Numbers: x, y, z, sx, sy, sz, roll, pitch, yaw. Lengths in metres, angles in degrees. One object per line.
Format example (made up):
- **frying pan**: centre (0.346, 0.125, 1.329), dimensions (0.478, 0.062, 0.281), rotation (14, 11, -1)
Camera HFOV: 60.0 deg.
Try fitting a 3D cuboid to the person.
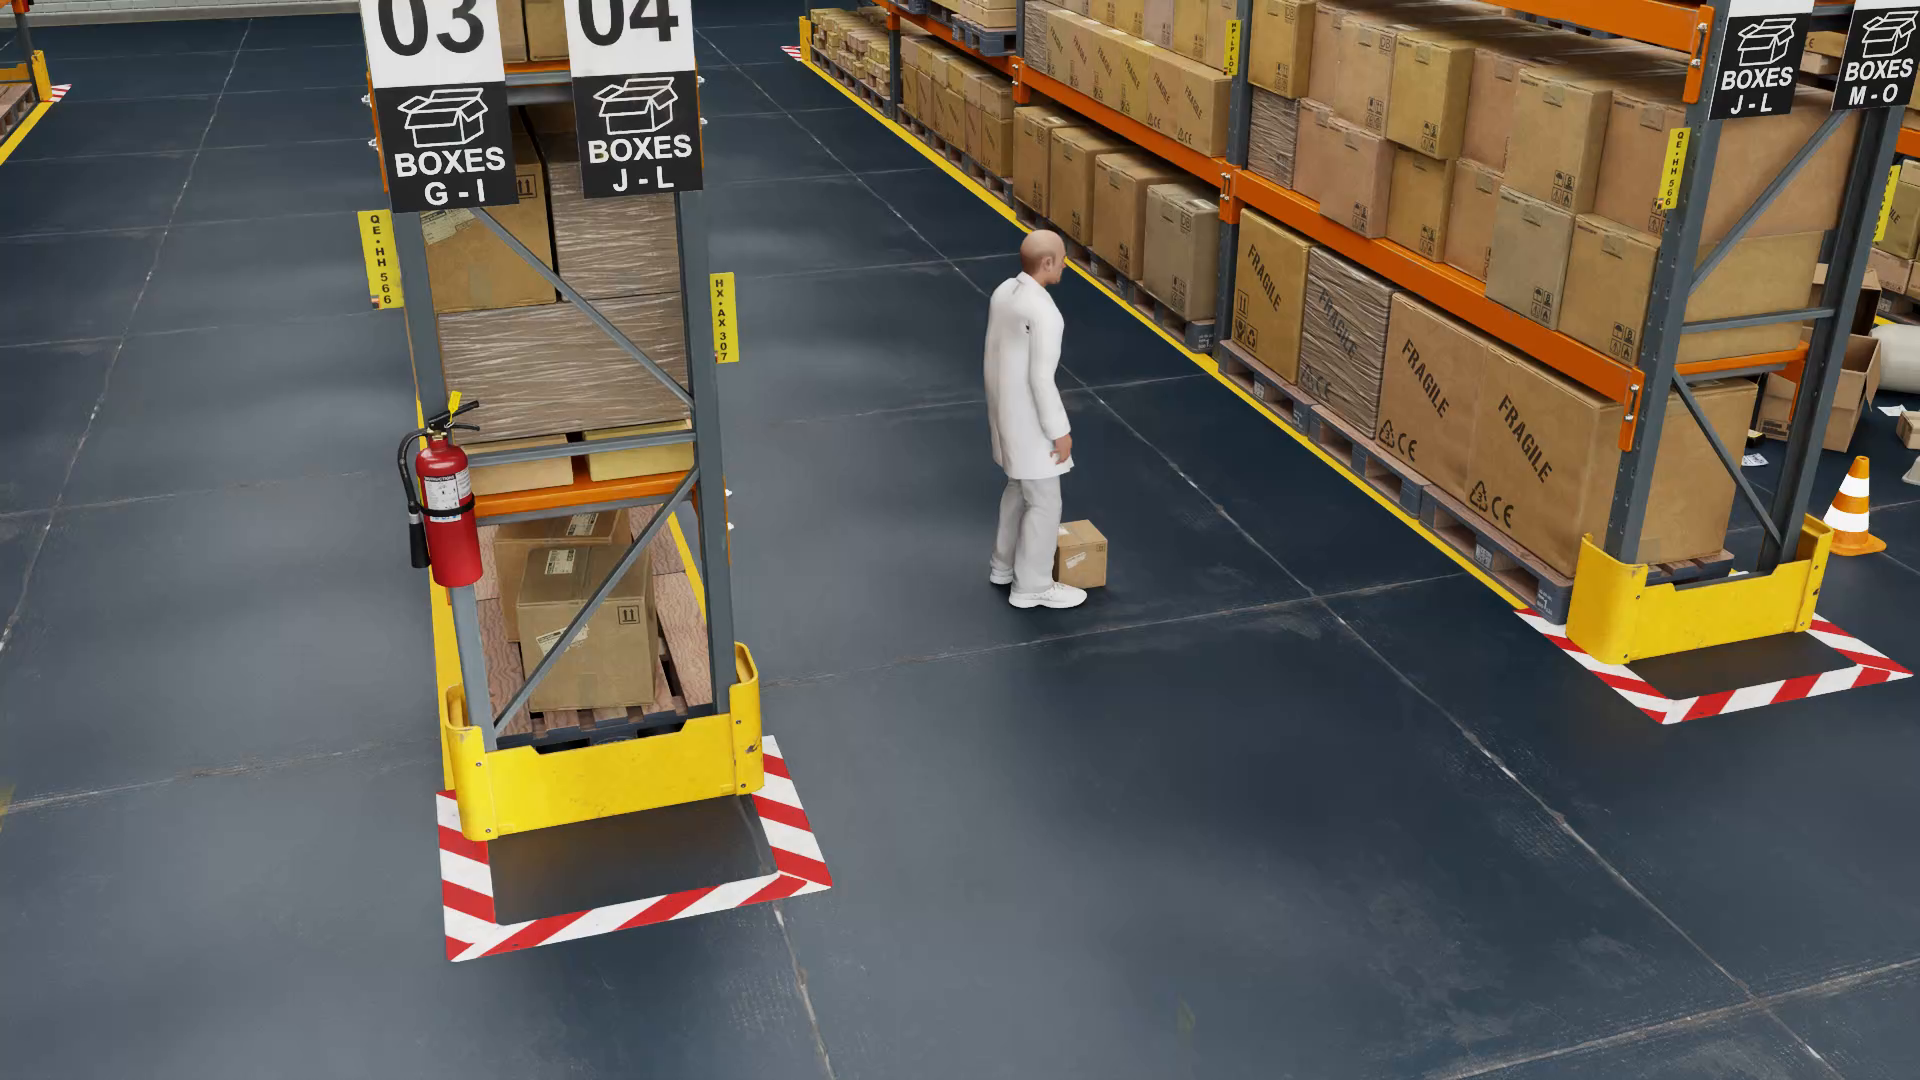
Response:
- **person**: centre (0.333, -0.575, 7.810), dimensions (0.413, 1.774, 0.656), rotation (-9, 27, -17)
